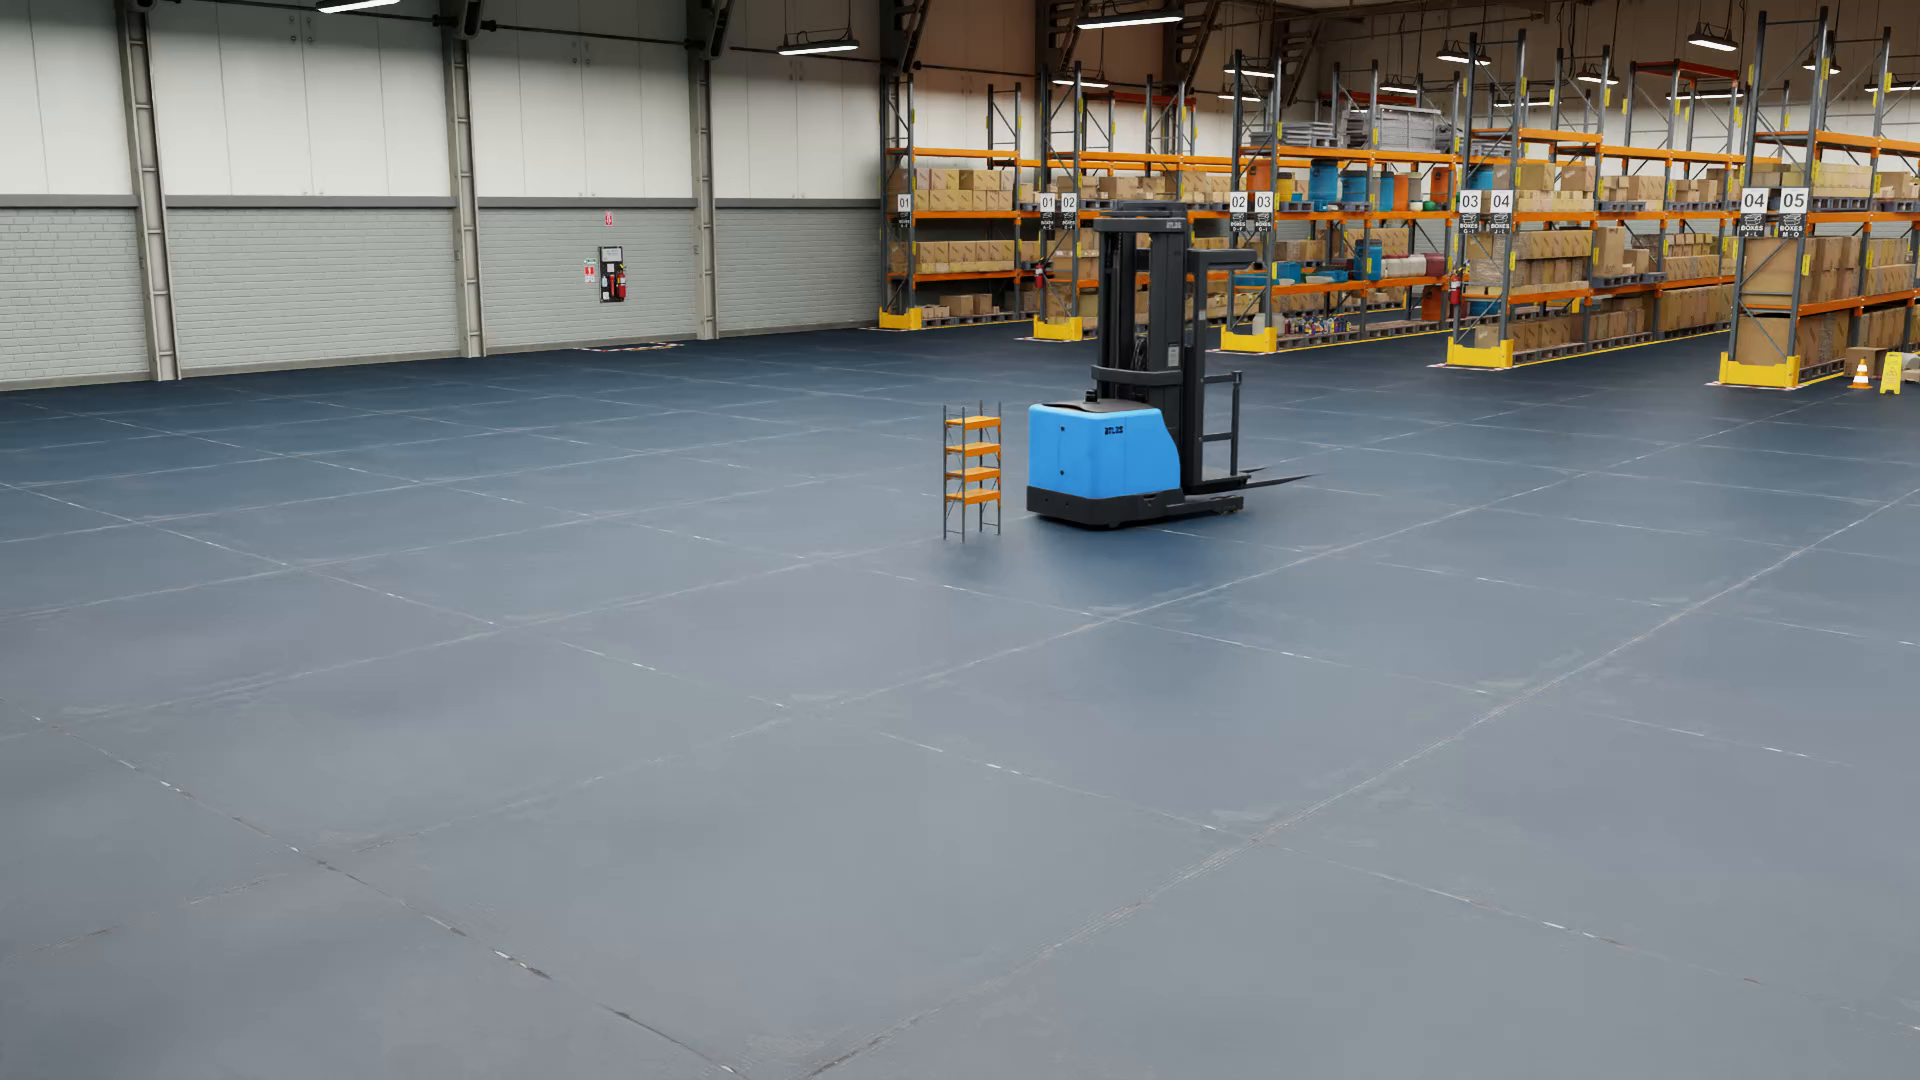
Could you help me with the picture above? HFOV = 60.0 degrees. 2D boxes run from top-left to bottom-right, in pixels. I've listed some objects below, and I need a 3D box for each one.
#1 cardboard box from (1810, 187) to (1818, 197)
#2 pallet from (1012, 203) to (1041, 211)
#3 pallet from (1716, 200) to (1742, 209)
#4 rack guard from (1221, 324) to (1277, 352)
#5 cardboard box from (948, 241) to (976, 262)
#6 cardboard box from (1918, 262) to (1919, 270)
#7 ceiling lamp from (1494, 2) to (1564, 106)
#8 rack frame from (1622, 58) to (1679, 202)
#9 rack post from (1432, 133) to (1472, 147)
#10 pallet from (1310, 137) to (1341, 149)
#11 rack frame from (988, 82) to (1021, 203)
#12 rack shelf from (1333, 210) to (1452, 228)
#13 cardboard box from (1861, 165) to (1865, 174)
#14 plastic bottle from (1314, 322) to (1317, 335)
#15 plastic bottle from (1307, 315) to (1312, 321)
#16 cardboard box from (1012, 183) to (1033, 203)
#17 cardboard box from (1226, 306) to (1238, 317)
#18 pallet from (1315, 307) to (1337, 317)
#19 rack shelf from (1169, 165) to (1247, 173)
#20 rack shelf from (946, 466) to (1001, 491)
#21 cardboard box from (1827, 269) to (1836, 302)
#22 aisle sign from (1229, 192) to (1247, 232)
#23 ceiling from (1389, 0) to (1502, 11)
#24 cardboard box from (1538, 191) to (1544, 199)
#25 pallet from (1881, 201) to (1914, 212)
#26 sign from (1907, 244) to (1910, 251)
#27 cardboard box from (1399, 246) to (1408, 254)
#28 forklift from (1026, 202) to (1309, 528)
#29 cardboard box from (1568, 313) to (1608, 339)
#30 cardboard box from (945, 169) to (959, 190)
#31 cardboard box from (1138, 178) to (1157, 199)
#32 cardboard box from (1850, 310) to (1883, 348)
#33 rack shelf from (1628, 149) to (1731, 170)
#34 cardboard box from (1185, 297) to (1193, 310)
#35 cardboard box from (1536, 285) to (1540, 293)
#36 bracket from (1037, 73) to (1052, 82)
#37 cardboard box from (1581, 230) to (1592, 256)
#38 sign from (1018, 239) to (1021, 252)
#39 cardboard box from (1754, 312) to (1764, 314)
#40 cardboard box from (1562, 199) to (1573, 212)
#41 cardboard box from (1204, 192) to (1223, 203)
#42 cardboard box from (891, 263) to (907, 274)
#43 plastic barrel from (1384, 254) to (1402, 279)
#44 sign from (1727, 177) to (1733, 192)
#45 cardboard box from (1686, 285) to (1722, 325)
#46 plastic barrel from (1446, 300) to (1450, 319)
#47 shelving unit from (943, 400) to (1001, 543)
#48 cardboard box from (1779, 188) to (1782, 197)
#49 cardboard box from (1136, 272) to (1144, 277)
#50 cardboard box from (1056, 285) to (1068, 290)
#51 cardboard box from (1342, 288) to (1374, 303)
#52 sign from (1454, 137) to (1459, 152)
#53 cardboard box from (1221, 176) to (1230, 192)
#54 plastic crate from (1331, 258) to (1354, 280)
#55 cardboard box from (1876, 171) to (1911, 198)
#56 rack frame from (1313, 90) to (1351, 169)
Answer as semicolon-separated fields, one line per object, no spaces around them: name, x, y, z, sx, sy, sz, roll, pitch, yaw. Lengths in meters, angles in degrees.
cardboard box;13.776;-5.682;27.158;0.380;0.149;0.250;10;15;41
pallet;1.615;-8.692;43.394;1.213;0.211;1.003;10;15;40
pallet;18.119;-8.039;39.868;1.003;0.211;1.213;10;15;40
rack guard;5.944;-4.159;34.255;1.175;0.500;0.348;10;15;40
cardboard box;0.040;-7.207;41.556;0.500;0.500;0.500;10;15;42
cardboard box;19.237;-5.561;33.707;0.380;0.149;0.250;11;16;43
ceiling lamp;16.421;-14.237;48.115;2.000;3.185;0.800;10;15;40
rack frame;14.931;-8.846;36.023;1.000;3.000;0.127;10;15;40
rack post;11.657;-9.561;39.797;0.954;0.300;0.937;10;15;40
pallet;7.241;-8.304;34.813;1.003;0.211;1.213;10;15;40
rack frame;1.128;-10.178;42.696;1.000;3.000;0.127;10;15;40
rack shelf;9.890;-7.368;38.121;1.077;0.370;4.000;10;15;40
cardboard box;15.614;-6.484;29.135;0.380;0.149;0.250;10;15;40
plastic bottle;7.586;-4.522;35.535;0.097;0.271;0.097;0;11;0
plastic bottle;7.725;-4.807;36.761;0.144;0.351;0.185;10;15;42
cardboard box;1.549;-9.032;43.290;0.500;0.500;0.500;-9;15;-39
cardboard box;6.656;-5.784;41.959;0.500;0.250;0.500;10;15;42
pallet;9.624;-6.281;45.622;1.003;0.211;1.213;10;15;40
rack shelf;7.729;-11.101;50.172;1.077;0.370;4.000;10;15;40
rack shelf;0.109;-0.547;14.729;0.258;0.148;0.480;10;15;40
cardboard box;14.649;-4.438;28.888;0.875;0.550;0.500;10;15;40
aisle sign;5.659;-6.670;33.809;0.394;0.787;0.004;10;15;40
ceiling;15.579;-15.937;48.552;6.000;0.001;6.000;10;15;40
cardboard box;10.720;-6.475;31.178;0.380;0.149;0.250;10;15;40
pallet;17.468;-6.359;31.716;1.003;0.211;1.213;11;16;43
sign;20.817;-6.330;36.533;0.100;0.325;0.005;10;15;40
cardboard box;12.681;-8.310;48.403;0.500;0.500;0.500;10;15;42
forklift;2.122;-1.750;15.990;3.031;2.935;1.130;-8;14;-35
cardboard box;13.041;-4.460;34.644;0.700;0.500;0.500;10;15;40
cardboard box;-0.377;-8.837;40.782;0.500;0.500;0.500;10;15;42
cardboard box;4.321;-8.351;39.521;0.500;0.500;0.500;-11;15;-43
cardboard box;16.931;-4.006;31.782;1.050;0.750;0.750;10;15;40
rack shelf;16.251;-8.591;37.606;1.077;0.370;4.000;10;15;40
cardboard box;5.311;-5.758;40.396;0.500;0.311;0.500;10;15;41
cardboard box;10.837;-4.799;31.723;0.380;0.149;0.250;10;15;40
bracket;2.253;-12.346;44.357;0.235;0.232;0.430;10;15;40
cardboard box;12.200;-5.899;33.018;0.500;0.500;0.500;10;15;40
sign;1.540;-7.592;42.853;0.100;0.325;0.005;10;15;40
cardboard box;19.849;-6.140;42.148;0.875;0.875;0.875;10;15;40
cardboard box;11.500;-6.461;32.124;0.500;0.250;0.500;10;15;40
cardboard box;6.159;-8.473;41.128;0.500;0.250;0.500;8;14;36
cardboard box;-1.350;-6.678;40.820;0.500;0.250;0.500;10;15;41
plastic barrel;9.850;-6.243;37.960;0.433;0.535;0.433;0;11;0
sign;17.985;-8.302;38.838;0.100;0.325;0.005;10;15;40
cardboard box;17.164;-5.559;39.240;1.225;0.875;0.875;10;15;41
plastic barrel;11.826;-5.699;40.865;0.421;0.512;0.421;0;11;0
shelving unit;0.109;-0.613;14.716;0.258;1.200;0.503;10;15;40
cardboard box;13.610;-5.841;27.952;0.380;0.149;0.250;10;15;41
cardboard box;3.886;-6.428;38.979;0.700;0.500;0.500;10;15;41
cardboard box;2.573;-6.918;45.033;0.500;0.250;0.500;10;15;40
cardboard box;11.368;-7.042;47.561;0.797;0.503;0.637;10;15;40
sign;11.628;-9.258;38.910;0.100;0.325;0.005;10;15;40
cardboard box;7.747;-10.652;49.867;0.500;0.500;0.500;10;15;41
plastic crate;8.659;-6.098;37.419;0.402;0.464;0.583;10;15;40
cardboard box;17.652;-6.731;31.509;0.500;0.500;0.500;10;15;40
rack frame;10.132;-10.715;45.385;1.000;3.000;0.127;10;15;40
